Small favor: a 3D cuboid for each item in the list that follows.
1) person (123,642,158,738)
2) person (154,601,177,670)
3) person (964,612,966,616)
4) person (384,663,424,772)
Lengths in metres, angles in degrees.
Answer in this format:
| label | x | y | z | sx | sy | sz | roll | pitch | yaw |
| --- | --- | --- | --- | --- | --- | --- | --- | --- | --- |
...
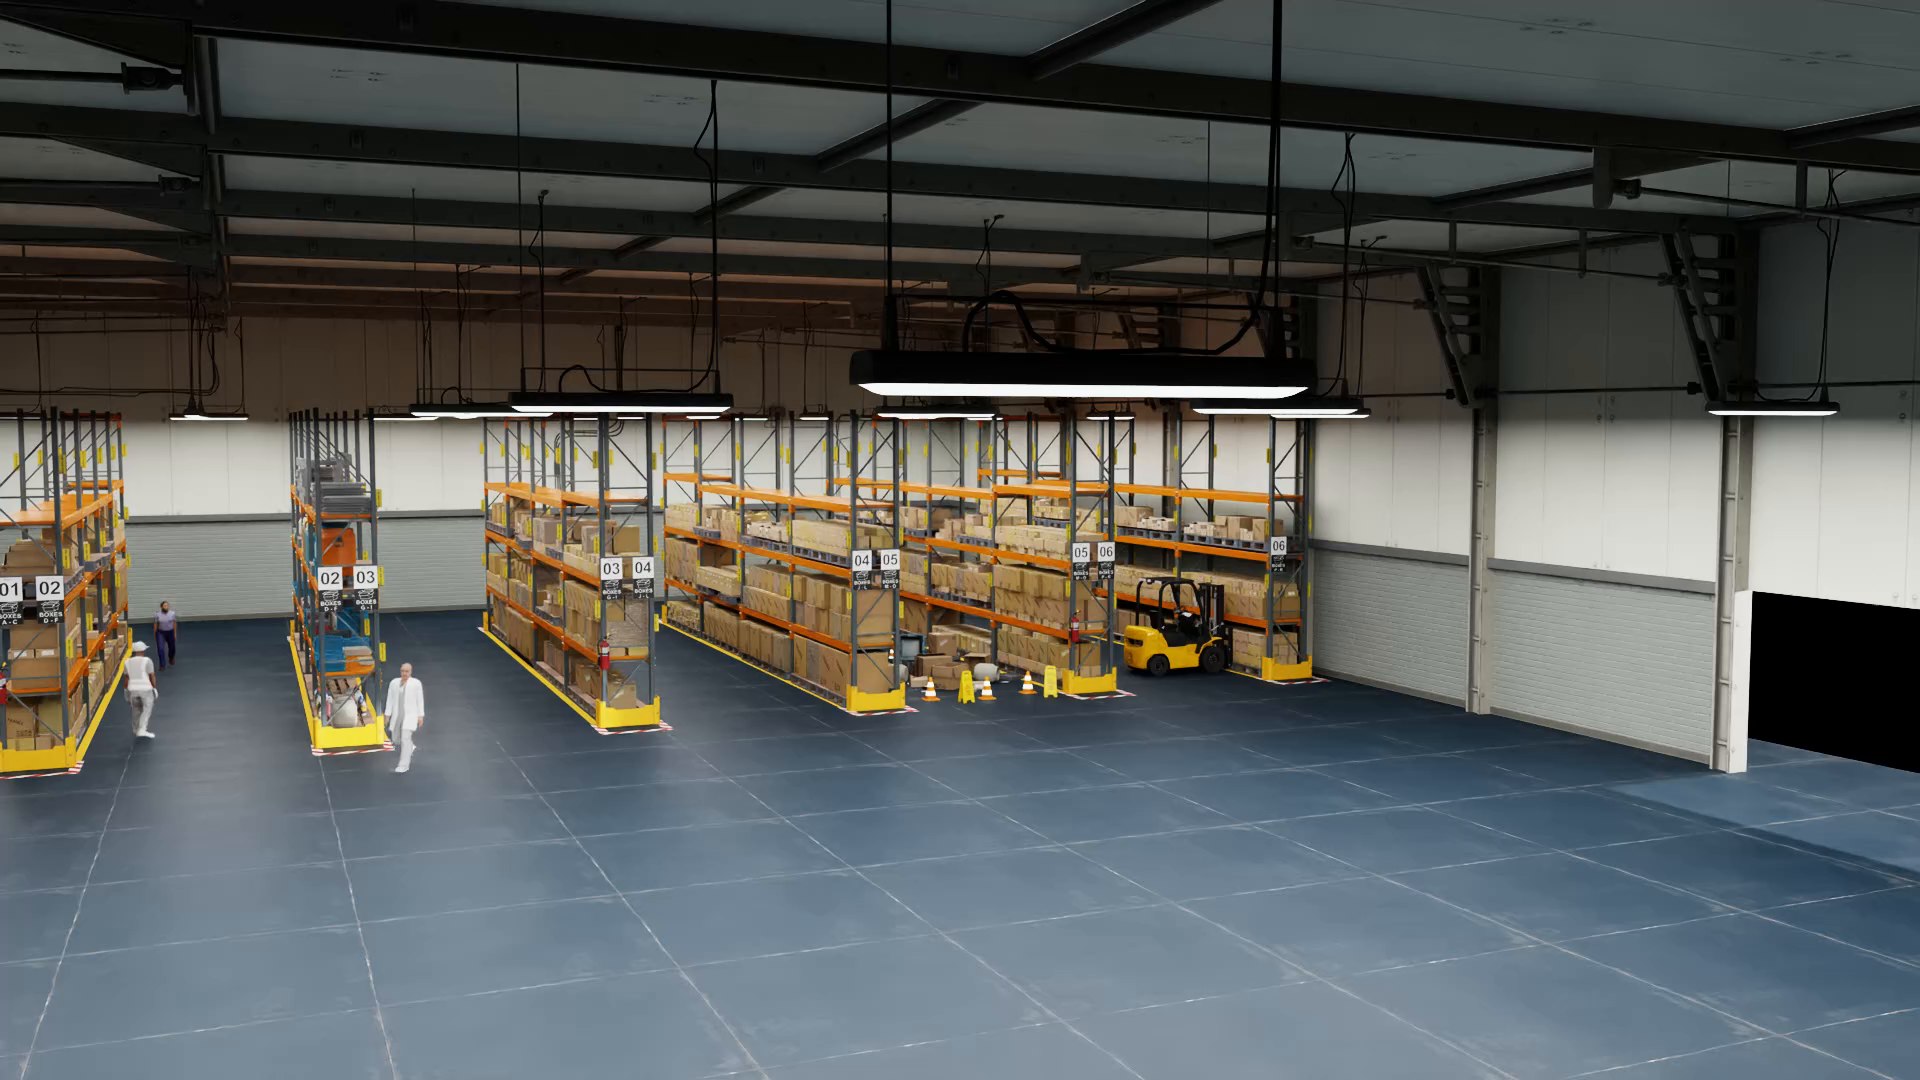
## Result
| label | x | y | z | sx | sy | sz | roll | pitch | yaw |
| --- | --- | --- | --- | --- | --- | --- | --- | --- | --- |
| person | -14.846 | 2.732 | 30.137 | 0.614 | 1.767 | 0.955 | 0 | 4 | -6 |
| person | -18.523 | 2.193 | 38.763 | 0.480 | 1.600 | 0.857 | -2 | 4 | -25 |
| person | -0.001 | 1.433 | 49.384 | 0.356 | 1.694 | 0.520 | 1 | 4 | 15 |
| person | -9.179 | 2.906 | 27.486 | 0.632 | 1.753 | 0.940 | 0 | 4 | 5 |
